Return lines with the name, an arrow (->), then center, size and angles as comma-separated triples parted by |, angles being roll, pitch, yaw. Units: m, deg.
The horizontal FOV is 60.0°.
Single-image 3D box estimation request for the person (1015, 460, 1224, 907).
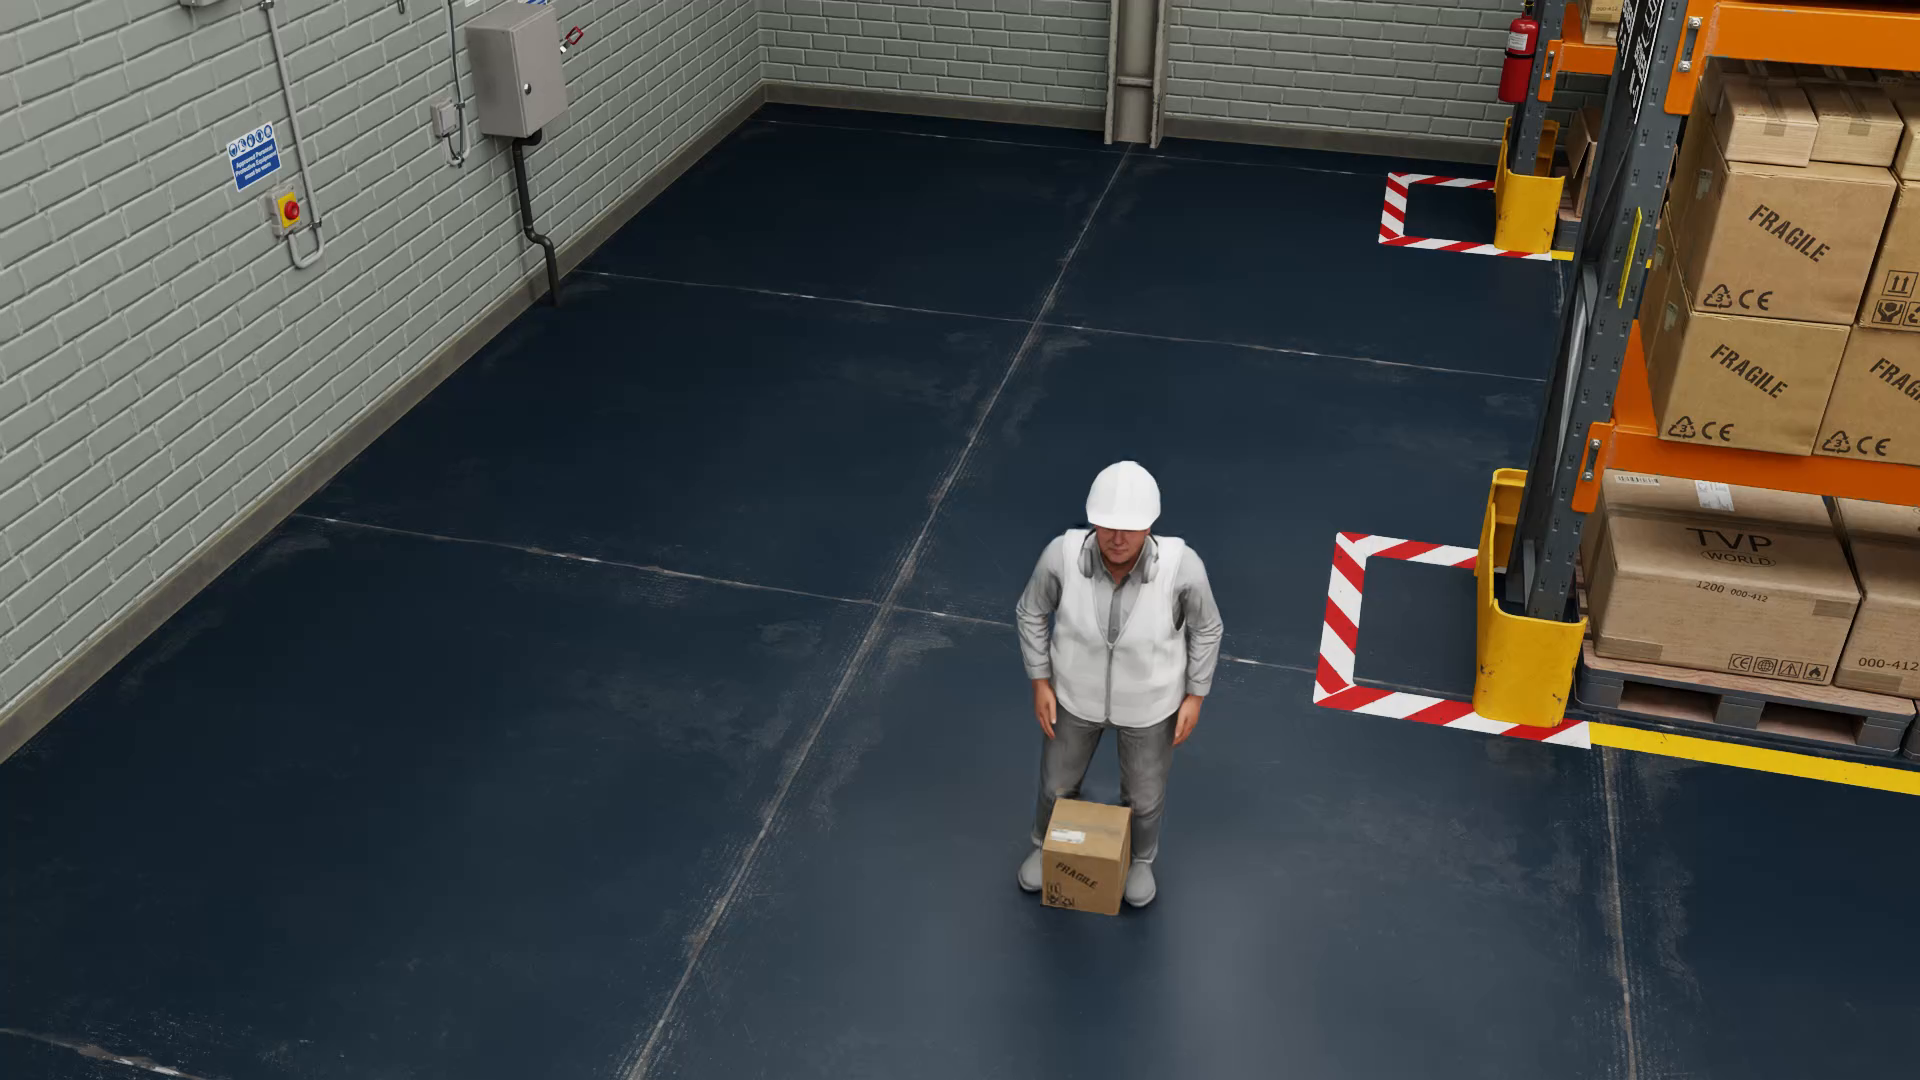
person -> 0.494, 0.490, 5.362 | 0.654, 1.755, 0.483 | 8, 33, 12
